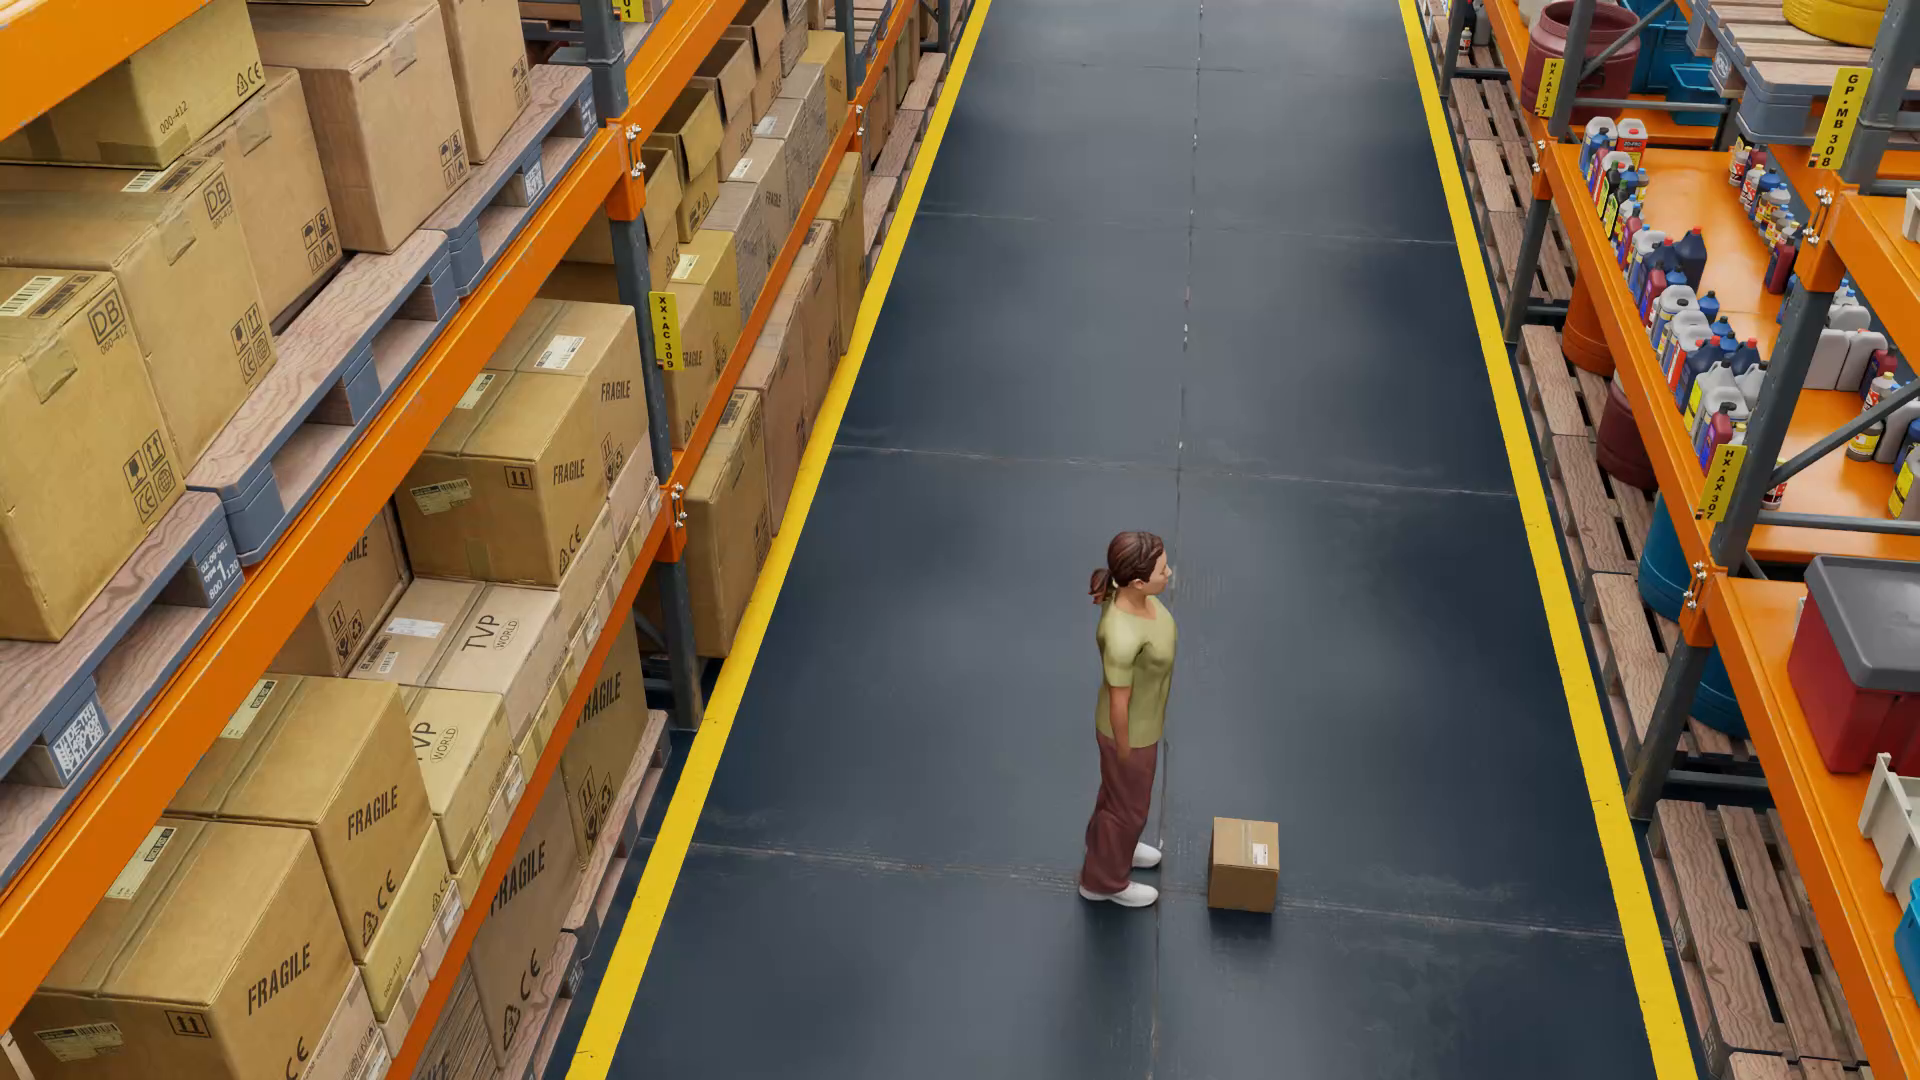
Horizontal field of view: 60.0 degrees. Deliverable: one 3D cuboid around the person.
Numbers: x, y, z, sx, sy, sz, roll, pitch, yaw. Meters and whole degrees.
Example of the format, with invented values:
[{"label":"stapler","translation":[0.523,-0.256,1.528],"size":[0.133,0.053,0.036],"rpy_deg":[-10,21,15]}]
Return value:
[{"label":"person","translation":[0.617,0.659,6.150],"size":[0.357,1.667,0.439],"rpy_deg":[5,37,7]}]
